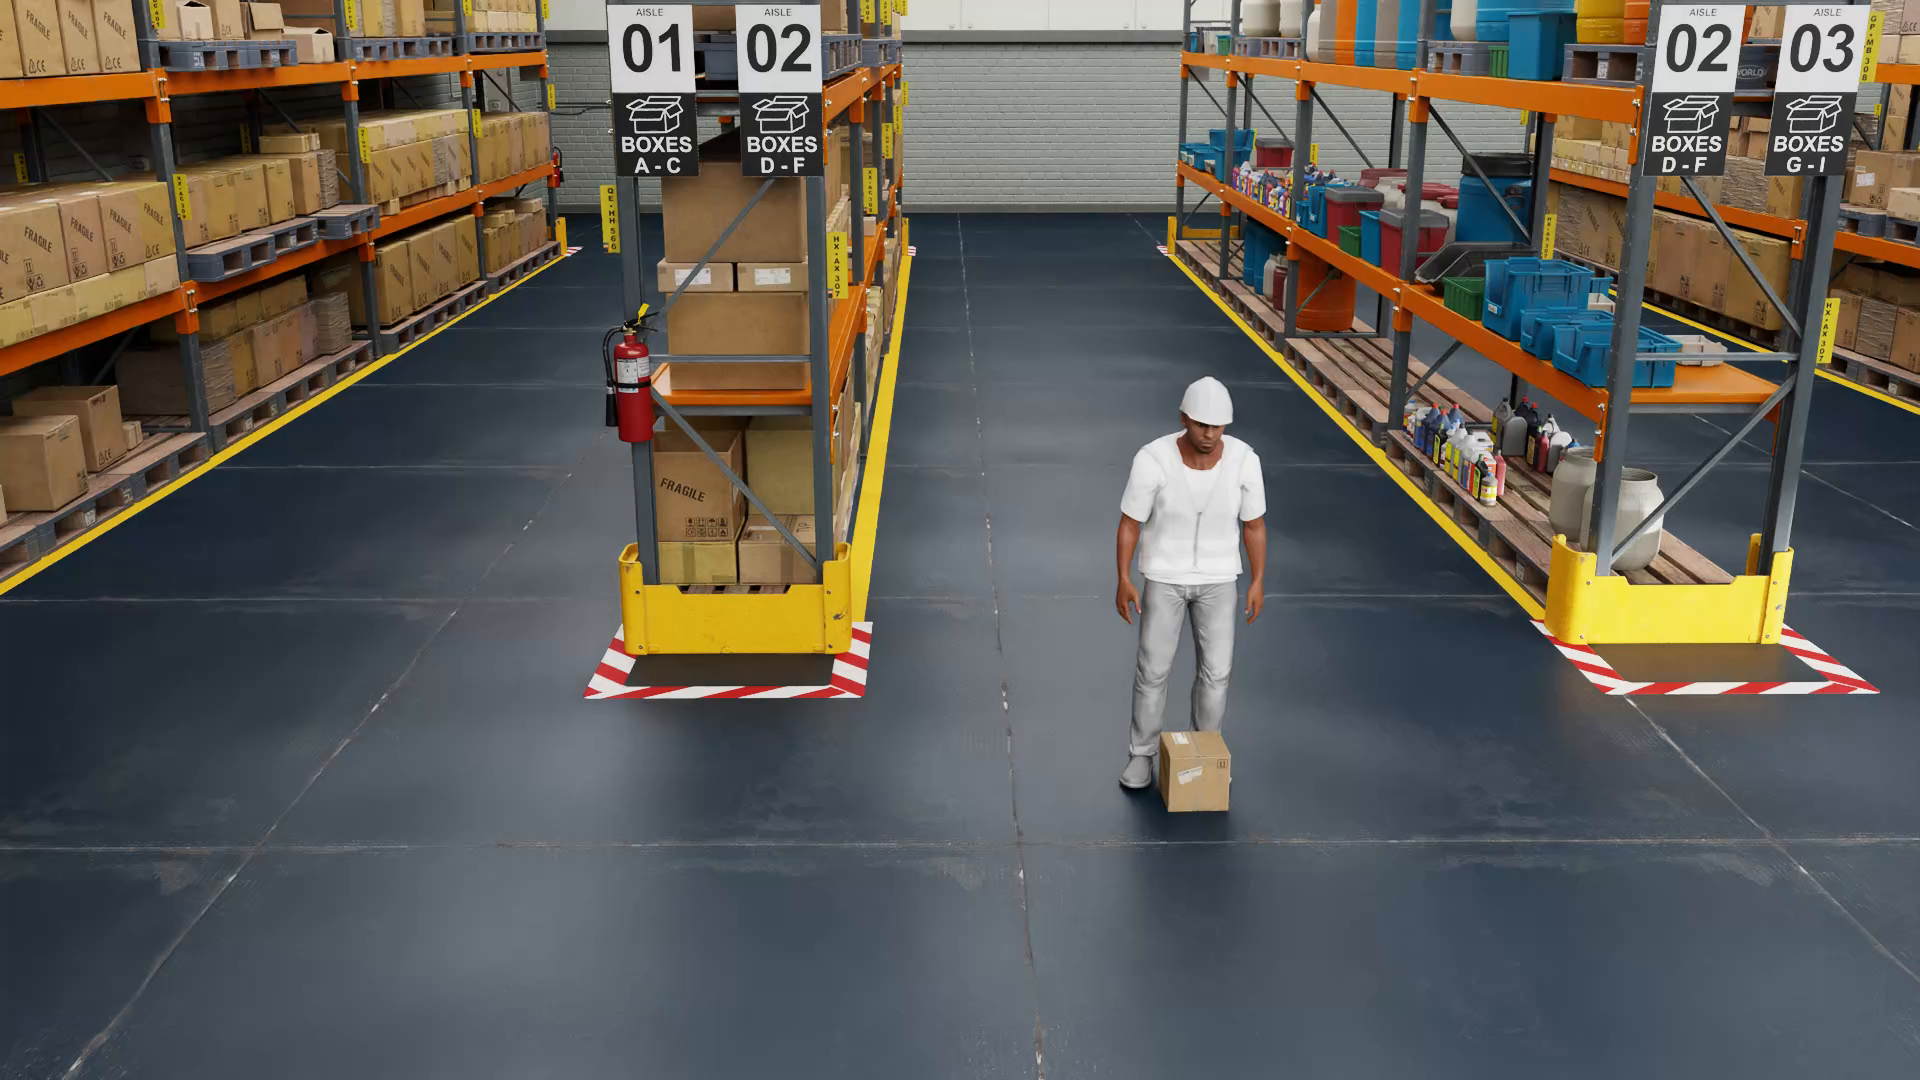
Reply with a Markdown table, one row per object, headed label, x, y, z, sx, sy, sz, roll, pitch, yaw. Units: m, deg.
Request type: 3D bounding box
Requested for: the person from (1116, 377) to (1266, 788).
| label | x | y | z | sx | sy | sz | roll | pitch | yaw |
| --- | --- | --- | --- | --- | --- | --- | --- | --- | --- |
| person | 0.963 | 0.179 | 6.929 | 0.631 | 1.760 | 0.463 | 0 | 17 | -1 |
